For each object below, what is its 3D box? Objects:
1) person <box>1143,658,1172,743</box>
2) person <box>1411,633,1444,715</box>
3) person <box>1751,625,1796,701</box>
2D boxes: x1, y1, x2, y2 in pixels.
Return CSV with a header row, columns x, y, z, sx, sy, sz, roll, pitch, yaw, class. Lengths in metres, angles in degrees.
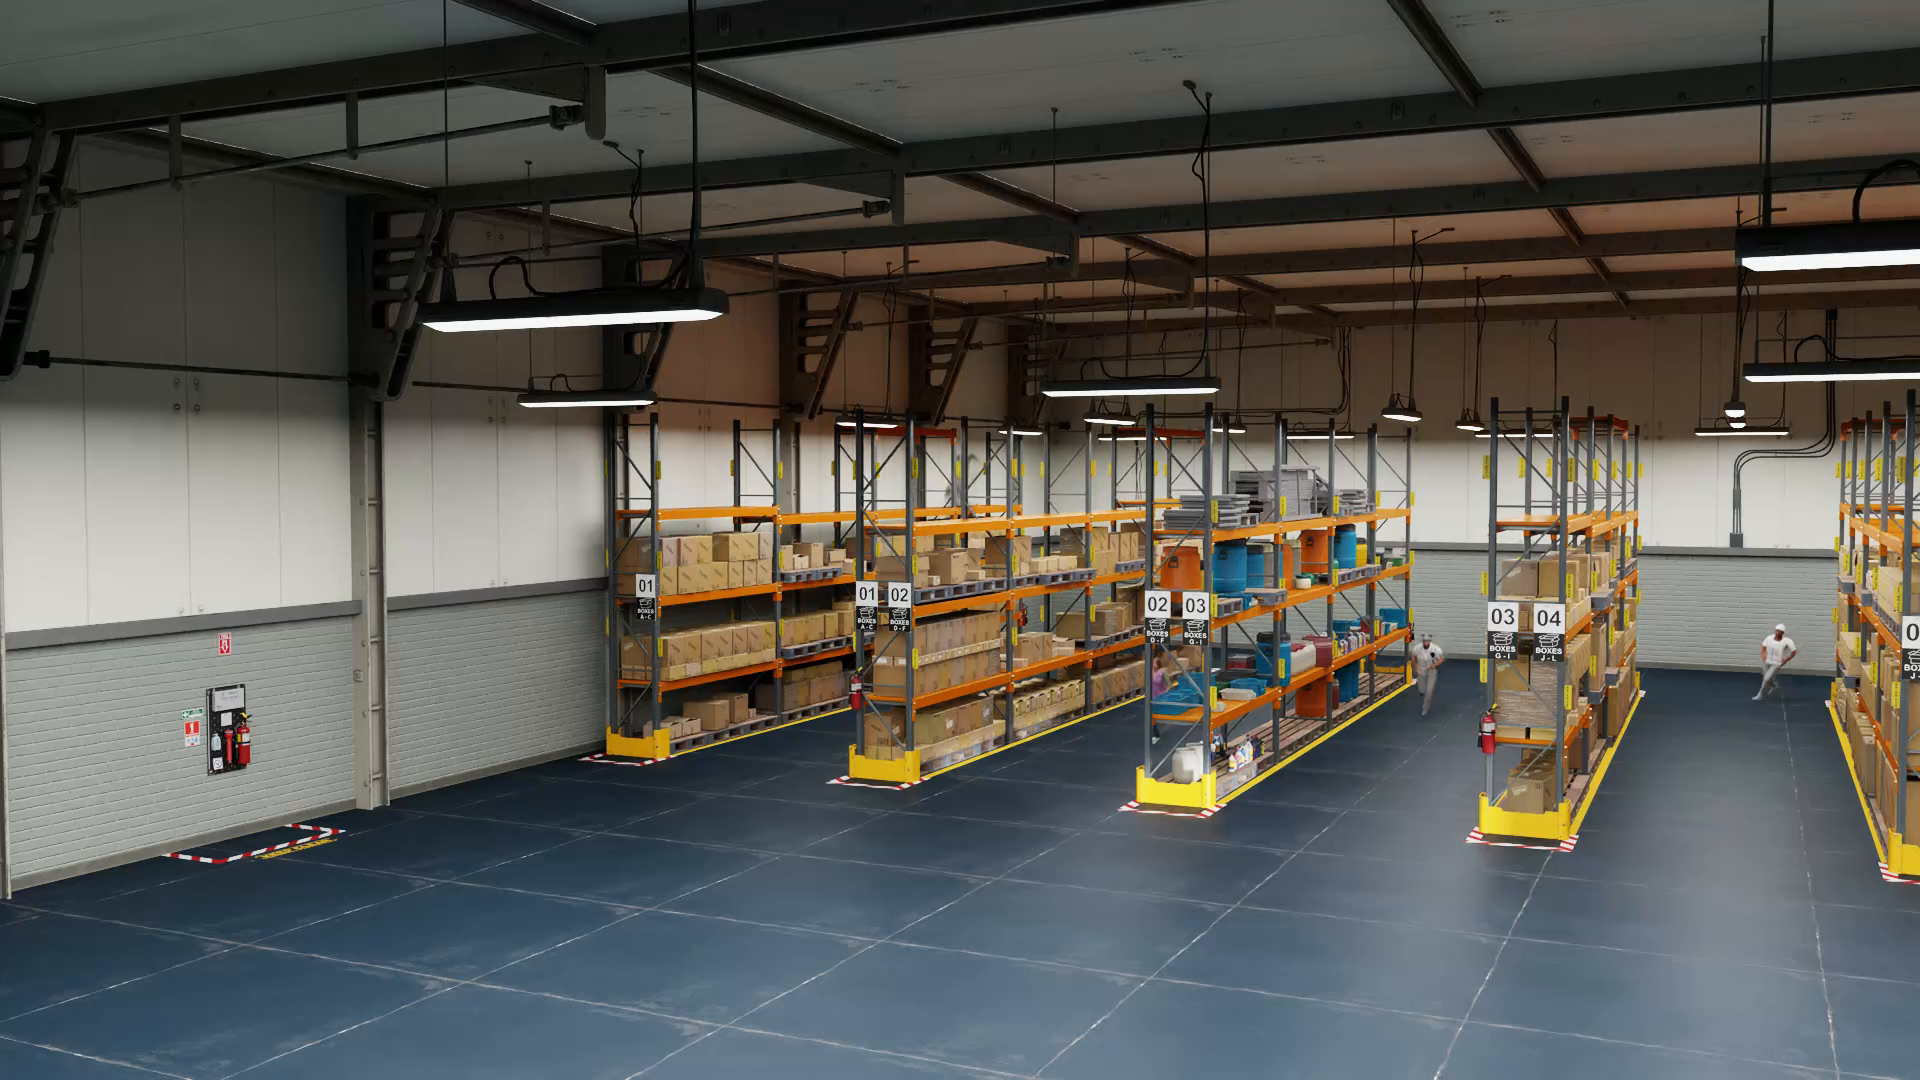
x,y,z,sx,sy,sz,roll,pitch,yaw,class
3.638,2.951,30.707,0.564,1.560,0.599,1,3,24,person
9.595,2.739,34.149,0.656,1.705,0.763,1,3,20,person
17.680,2.649,35.971,0.845,1.682,0.732,-2,3,-34,person
